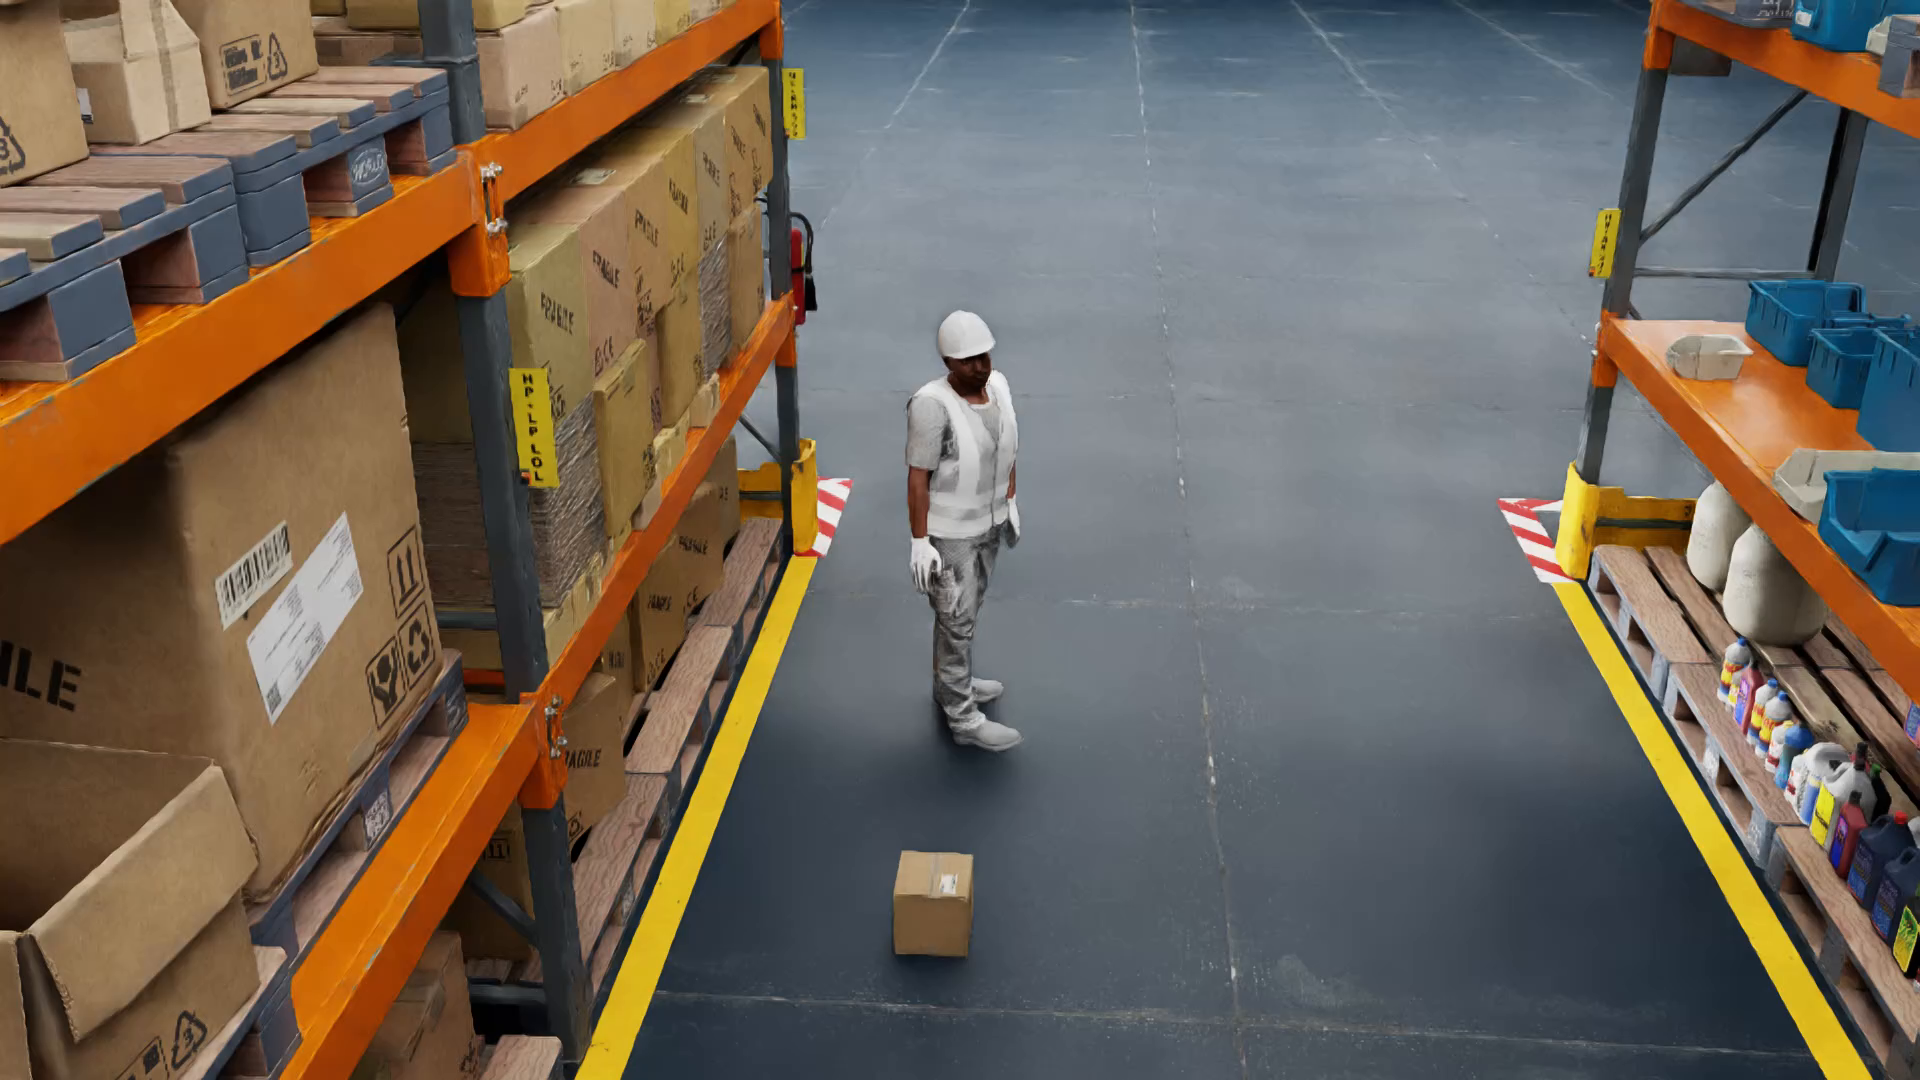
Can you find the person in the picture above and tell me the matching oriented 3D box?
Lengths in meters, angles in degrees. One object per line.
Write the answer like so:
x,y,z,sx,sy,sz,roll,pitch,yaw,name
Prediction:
0.058,-0.035,6.591,0.563,1.783,0.668,15,28,30,person
